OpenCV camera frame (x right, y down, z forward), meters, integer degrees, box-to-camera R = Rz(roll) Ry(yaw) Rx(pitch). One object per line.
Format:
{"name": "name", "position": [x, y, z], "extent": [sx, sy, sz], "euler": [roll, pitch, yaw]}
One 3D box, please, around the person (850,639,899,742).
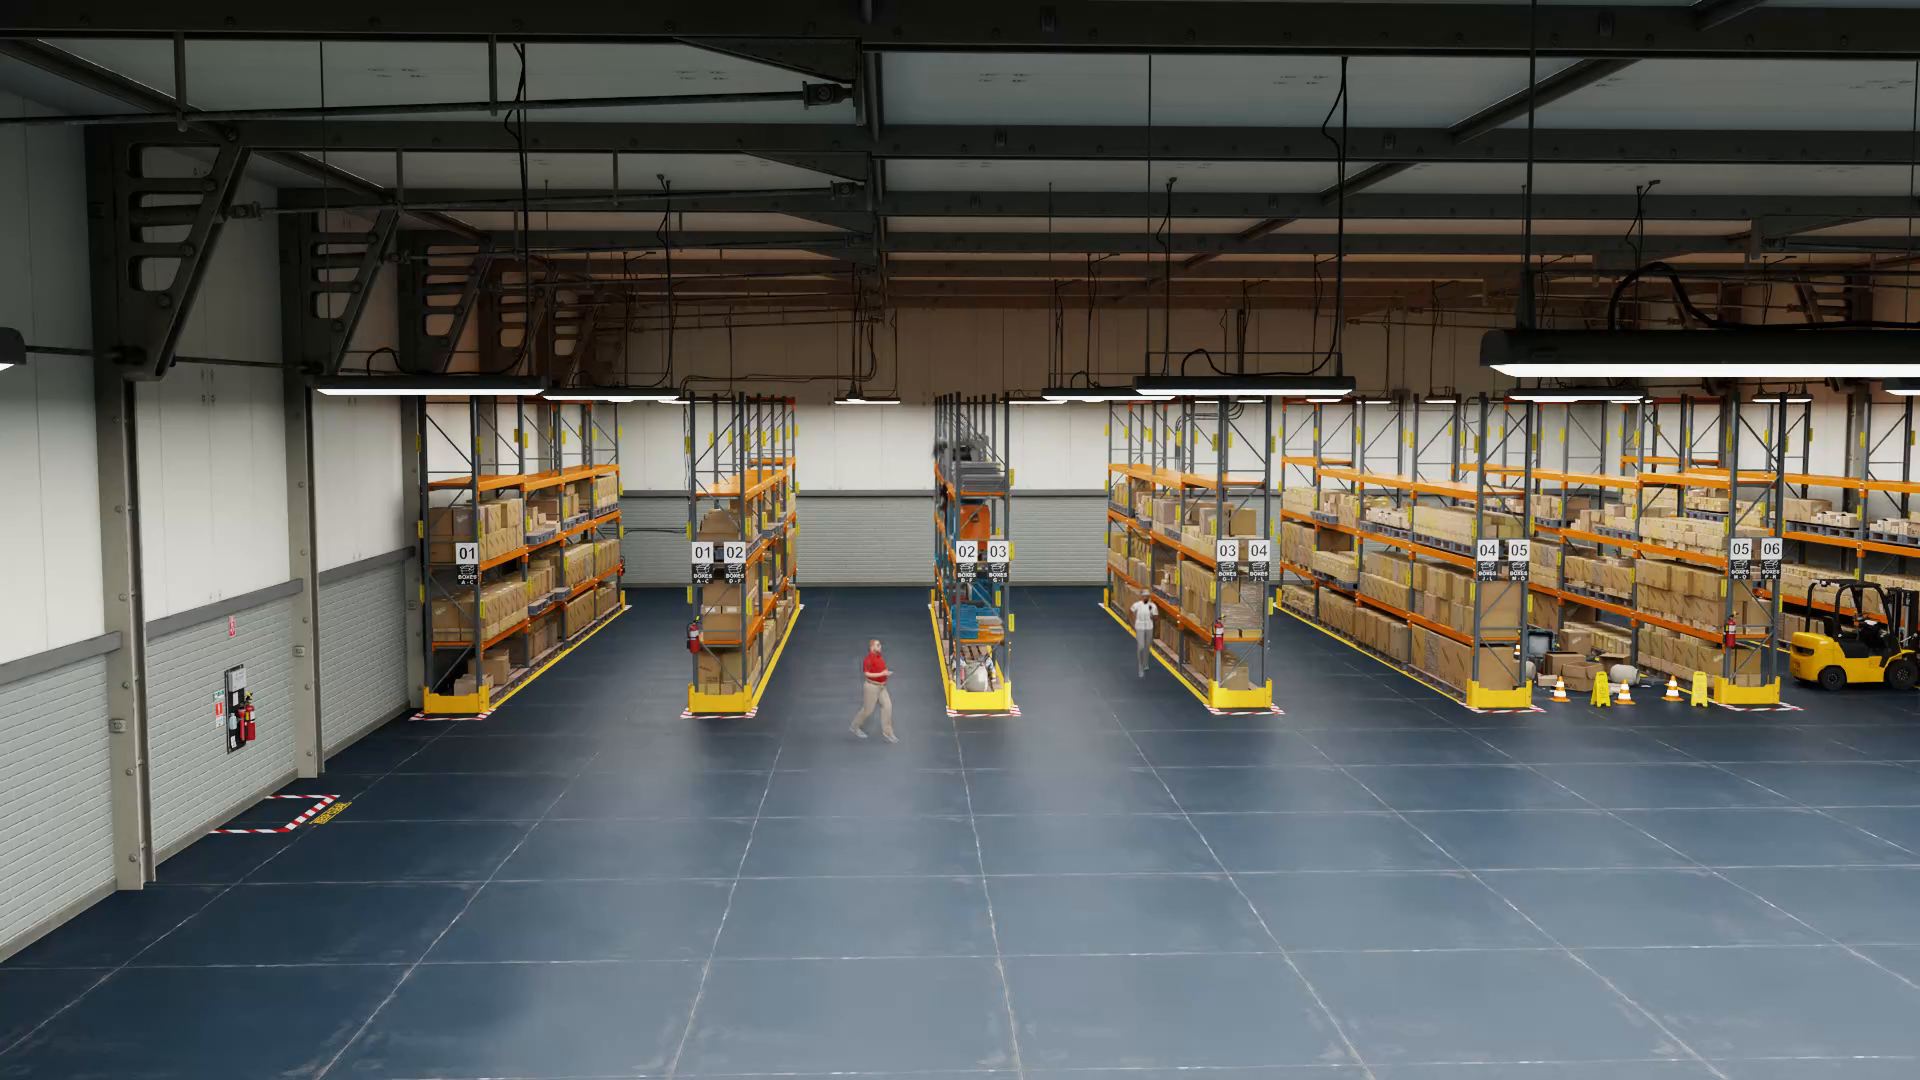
{"name": "person", "position": [-1.485, 2.584, 28.469], "extent": [0.865, 1.788, 0.649], "euler": [2, 5, 27]}

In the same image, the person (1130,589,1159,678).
{"name": "person", "position": [3.780, 1.883, 33.964], "extent": [0.554, 1.792, 0.791], "euler": [0, 5, -4]}
